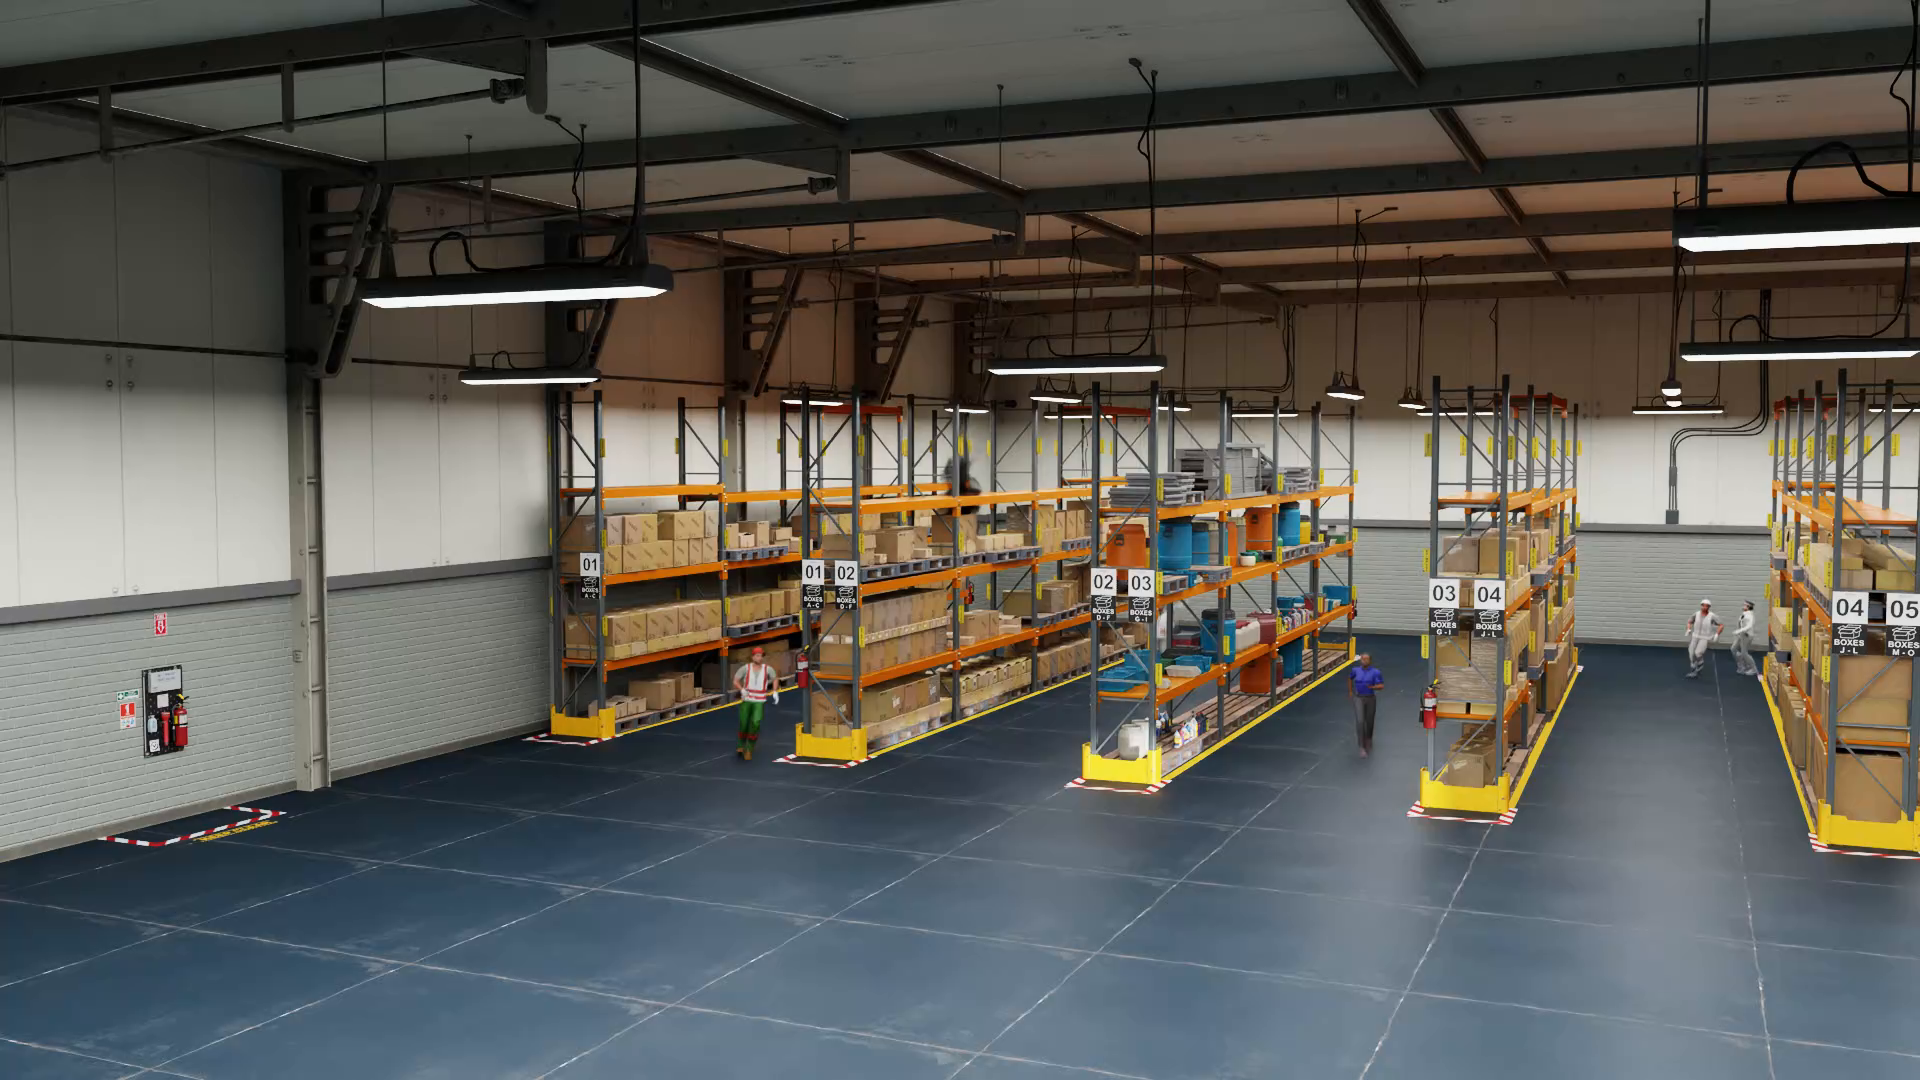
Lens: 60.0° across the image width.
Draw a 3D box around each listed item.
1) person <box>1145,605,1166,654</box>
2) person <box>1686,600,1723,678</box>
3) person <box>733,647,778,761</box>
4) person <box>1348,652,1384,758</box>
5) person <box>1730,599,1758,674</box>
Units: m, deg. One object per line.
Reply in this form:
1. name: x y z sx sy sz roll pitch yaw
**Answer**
1. person: 4.331 2.128 36.331 0.649 1.728 0.575 1 3 12
2. person: 16.028 2.141 35.941 0.606 1.727 0.720 -3 4 -42
3. person: -3.309 2.632 26.905 0.728 1.817 0.656 0 3 -6
4. person: 6.618 2.650 27.128 0.567 1.661 0.933 1 3 14
5. person: 17.347 2.164 36.742 0.559 1.734 0.659 1 3 17
